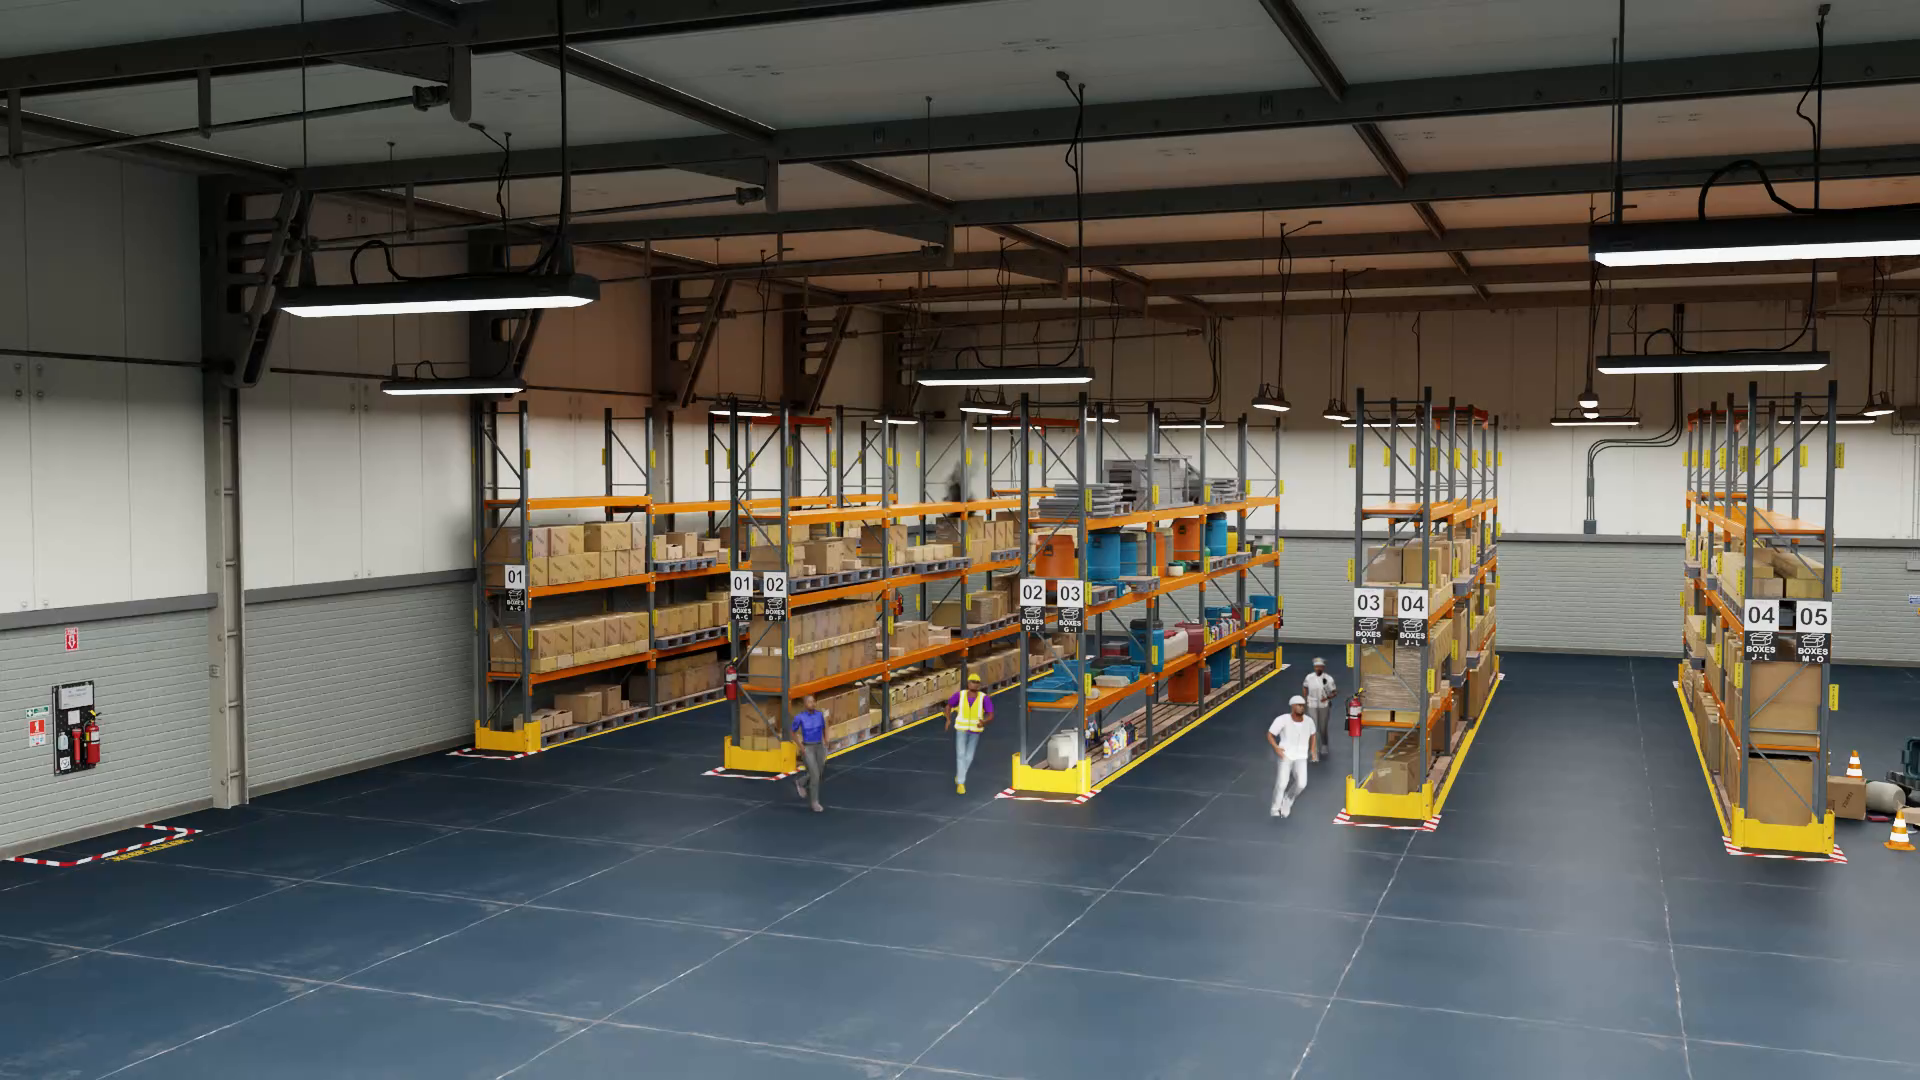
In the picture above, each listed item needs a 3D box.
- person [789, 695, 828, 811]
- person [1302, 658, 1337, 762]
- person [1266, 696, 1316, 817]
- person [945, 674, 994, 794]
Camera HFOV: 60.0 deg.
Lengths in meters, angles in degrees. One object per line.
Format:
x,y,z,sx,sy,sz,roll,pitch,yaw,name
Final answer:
-2.161,3.036,23.904,0.576,1.644,0.693,-2,3,-36,person
5.983,2.799,27.702,0.591,1.699,0.835,1,3,18,person
4.643,3.013,23.094,0.765,1.703,0.557,0,3,-6,person
0.143,2.901,25.184,0.744,1.751,0.871,0,3,-2,person
